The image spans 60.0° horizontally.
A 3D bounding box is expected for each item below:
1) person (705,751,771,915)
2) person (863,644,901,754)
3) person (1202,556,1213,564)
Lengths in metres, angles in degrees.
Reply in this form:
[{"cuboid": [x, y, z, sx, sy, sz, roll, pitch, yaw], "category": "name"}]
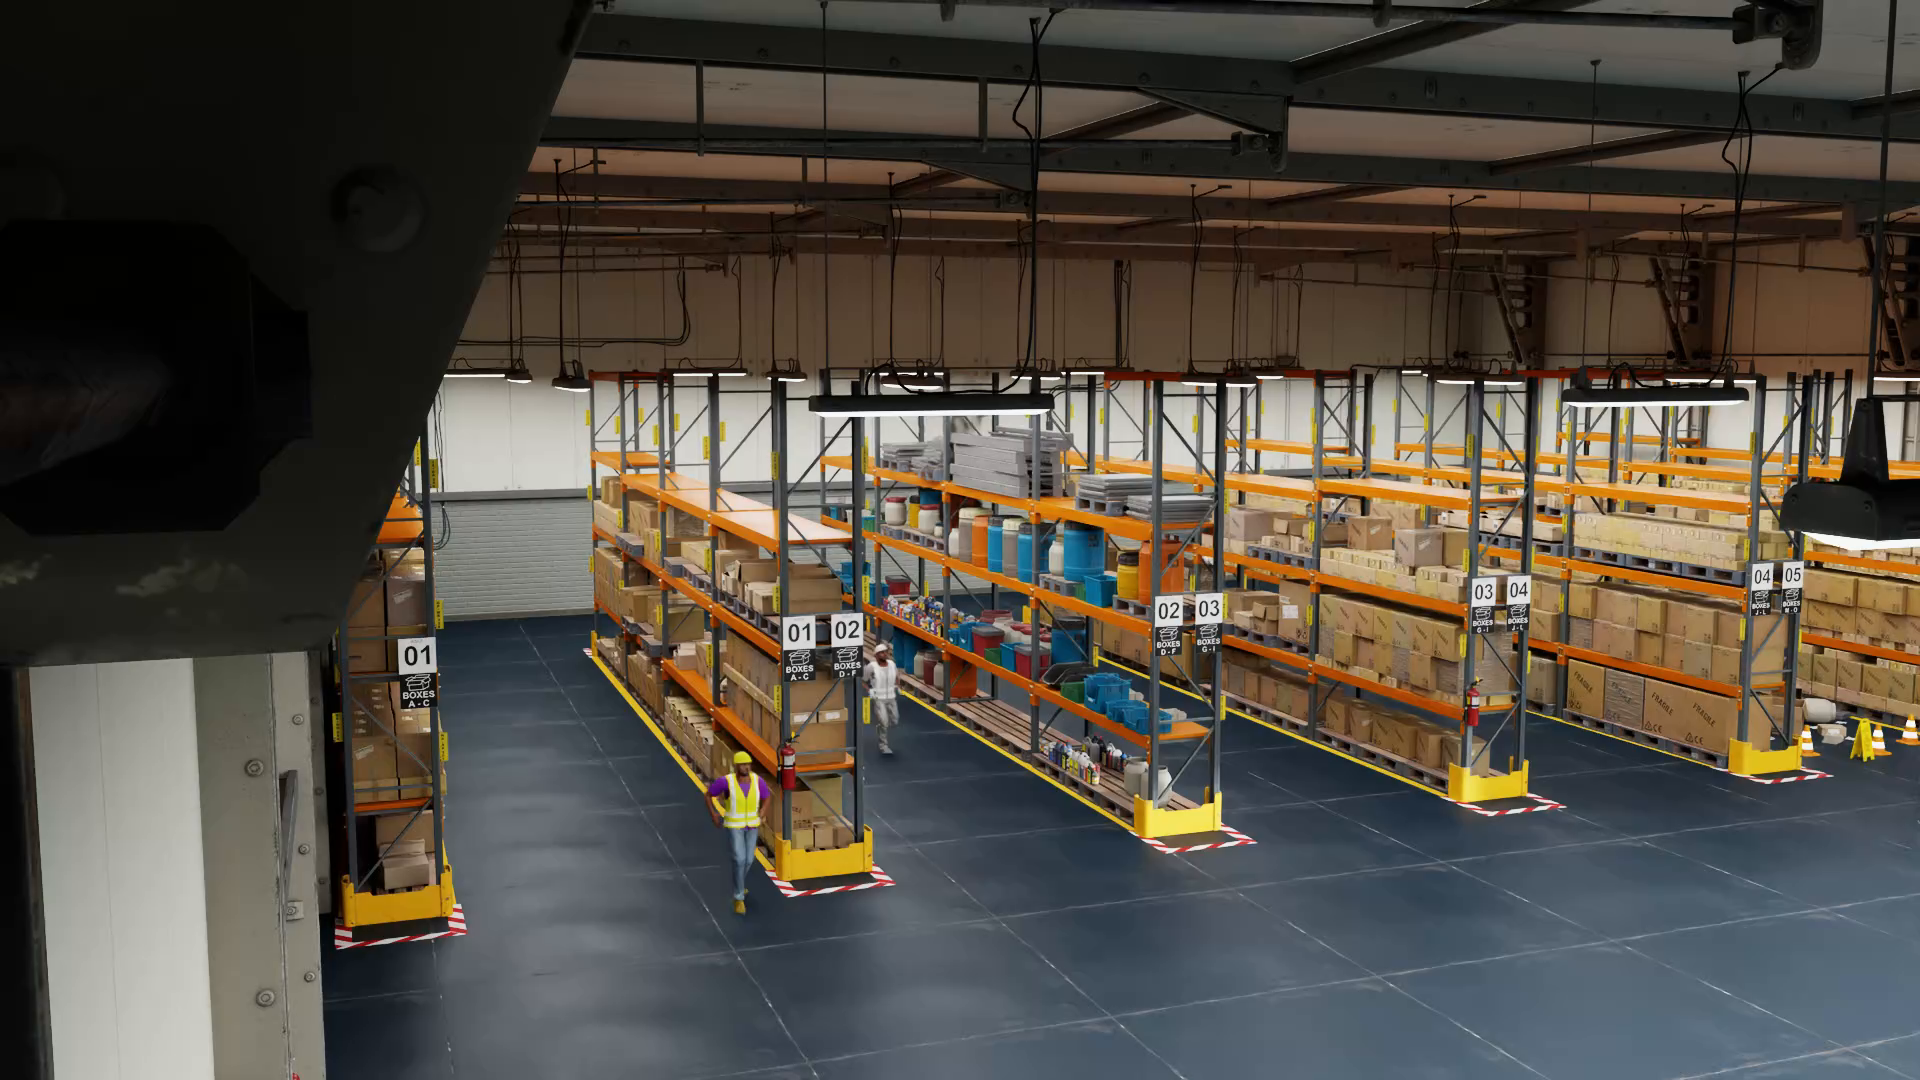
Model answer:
[{"cuboid": [-2.495, 3.339, 19.170, 0.739, 1.807, 0.780, -3, 7, -28], "category": "person"}, {"cuboid": [-1.252, 2.516, 26.494, 0.685, 1.735, 0.667, -4, 7, -31], "category": "person"}, {"cuboid": [6.148, 0.878, 41.347, 0.670, 1.717, 0.820, -2, 7, -21], "category": "person"}]
